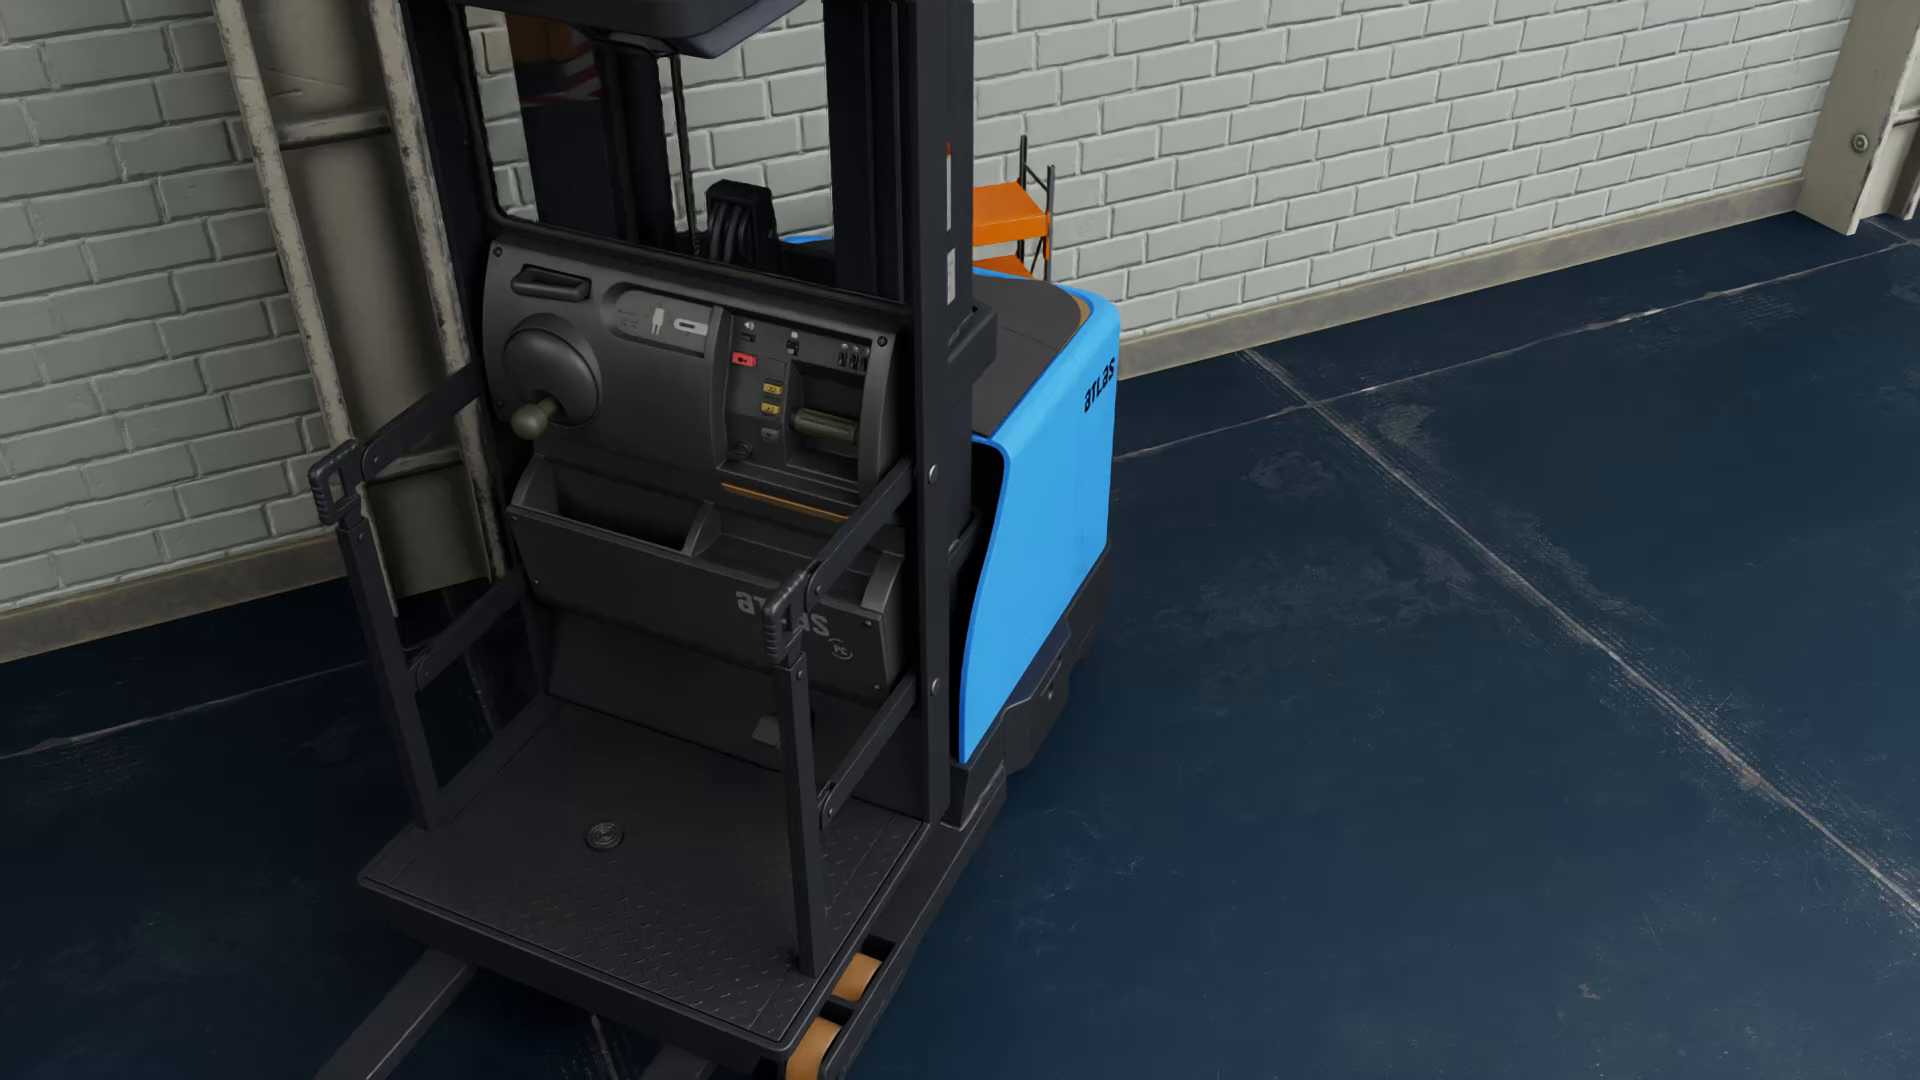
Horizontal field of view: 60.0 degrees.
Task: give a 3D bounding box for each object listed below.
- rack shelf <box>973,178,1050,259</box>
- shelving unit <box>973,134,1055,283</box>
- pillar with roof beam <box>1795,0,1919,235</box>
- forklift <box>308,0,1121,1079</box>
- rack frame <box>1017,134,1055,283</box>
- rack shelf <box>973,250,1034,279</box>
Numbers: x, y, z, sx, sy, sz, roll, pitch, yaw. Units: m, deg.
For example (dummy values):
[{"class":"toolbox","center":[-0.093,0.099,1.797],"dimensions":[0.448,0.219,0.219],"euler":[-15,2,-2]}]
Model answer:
[{"class":"rack shelf","center":[-0.011,-0.893,4.788],"dimensions":[0.480,0.148,0.258],"euler":[-12,38,-15]},{"class":"shelving unit","center":[-0.011,-0.578,5.022],"dimensions":[0.503,1.200,0.258],"euler":[-12,38,-15]},{"class":"pillar with roof beam","center":[5.657,-2.701,1.338],"dimensions":[0.400,9.000,9.100],"euler":[-16,39,-20]},{"class":"forklift","center":[-0.642,-0.268,3.151],"dimensions":[1.130,2.935,3.031],"euler":[15,39,20]},{"class":"rack frame","center":[0.220,-0.625,5.085],"dimensions":[0.015,1.200,0.240],"euler":[-12,38,-15]},{"class":"rack shelf","center":[-0.011,-0.703,4.929],"dimensions":[0.480,0.148,0.258],"euler":[-12,38,-15]}]
